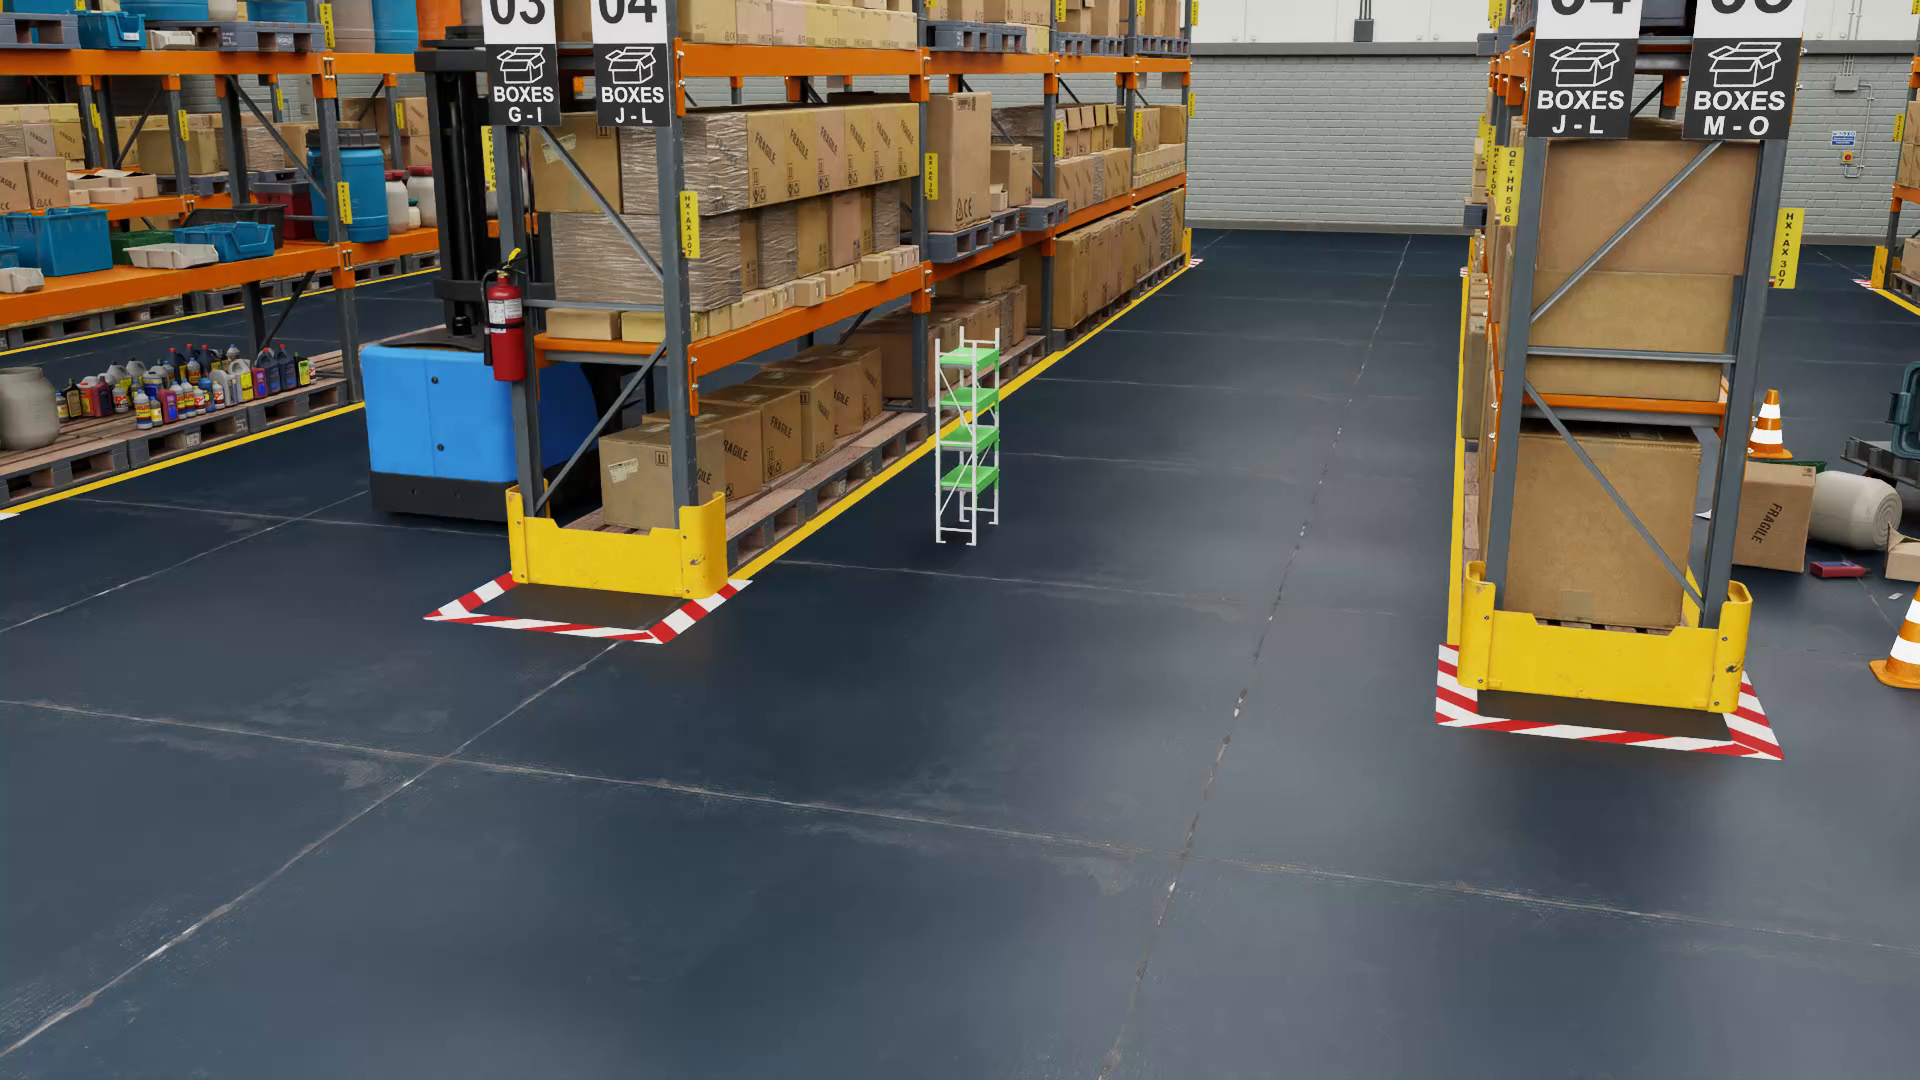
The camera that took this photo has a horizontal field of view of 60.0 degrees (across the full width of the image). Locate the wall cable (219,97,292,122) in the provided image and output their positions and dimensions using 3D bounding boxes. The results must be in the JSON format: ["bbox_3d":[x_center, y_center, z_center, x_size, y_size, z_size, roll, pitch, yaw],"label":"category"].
[{"bbox_3d":[-12.113,-7.433,28.675,0.084,1.984,1.851,5,16,16],"label":"wall cable"}]

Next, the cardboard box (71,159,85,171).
[{"bbox_3d":[-12.532,-5.267,23.327,0.380,0.149,0.250,5,17,16],"label":"cardboard box"}]

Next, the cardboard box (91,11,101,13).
[{"bbox_3d":[-9.300,-5.371,17.276,0.500,0.250,0.500,5,17,17],"label":"cardboard box"}]

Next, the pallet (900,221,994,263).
[{"bbox_3d":[-0.376,-2.340,12.934,1.003,0.211,1.213,5,16,16],"label":"pallet"}]

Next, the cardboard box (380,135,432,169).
[{"bbox_3d":[-7.550,-5.266,22.716,0.500,0.500,0.500,5,17,17],"label":"cardboard box"}]

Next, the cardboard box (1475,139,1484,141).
[{"bbox_3d":[5.641,-4.152,17.572,0.380,0.149,0.250,5,17,17],"label":"cardboard box"}]

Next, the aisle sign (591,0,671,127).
[{"bbox_3d":[-1.600,-2.408,8.060,0.394,0.787,0.004,5,16,16],"label":"aisle sign"}]

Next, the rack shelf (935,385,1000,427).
[{"bbox_3d":[0.047,-0.790,9.770,0.258,0.148,0.480,5,16,16],"label":"rack shelf"}]

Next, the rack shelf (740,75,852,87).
[{"bbox_3d":[-2.640,-6.341,22.510,1.077,0.370,4.000,5,16,16],"label":"rack shelf"}]

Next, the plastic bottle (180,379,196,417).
[{"bbox_3d":[-5.679,-1.046,12.215,0.097,0.271,0.097,0,16,0],"label":"plastic bottle"}]

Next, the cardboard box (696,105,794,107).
[{"bbox_3d":[-1.388,-2.556,10.784,0.500,0.500,0.500,5,16,16],"label":"cardboard box"}]

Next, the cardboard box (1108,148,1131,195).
[{"bbox_3d":[1.669,-4.241,19.102,0.500,0.500,0.500,5,16,16],"label":"cardboard box"}]

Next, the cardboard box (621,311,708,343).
[{"bbox_3d":[-1.560,-1.132,8.785,0.380,0.149,0.250,5,16,16],"label":"cardboard box"}]

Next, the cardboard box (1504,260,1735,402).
[{"bbox_3d":[2.919,-0.959,7.438,0.875,0.550,0.550,5,16,16],"label":"cardboard box"}]

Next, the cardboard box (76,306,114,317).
[{"bbox_3d":[-9.298,-2.516,17.471,0.500,0.250,0.500,5,17,17],"label":"cardboard box"}]

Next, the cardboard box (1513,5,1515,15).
[{"bbox_3d":[4.281,-3.959,12.003,0.500,0.311,0.500,4,16,14],"label":"cardboard box"}]

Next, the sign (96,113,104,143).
[{"bbox_3d":[-9.616,-4.618,18.637,0.100,0.325,0.005,5,16,16],"label":"sign"}]

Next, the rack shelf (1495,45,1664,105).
[{"bbox_3d":[4.562,-3.453,12.327,1.077,0.370,4.000,5,16,16],"label":"rack shelf"}]

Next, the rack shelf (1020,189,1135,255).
[{"bbox_3d":[0.972,-3.467,17.875,1.077,0.370,4.000,5,16,16],"label":"rack shelf"}]

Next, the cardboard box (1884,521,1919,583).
[{"bbox_3d":[5.271,0.075,9.078,0.396,0.266,0.258,8,18,25],"label":"cardboard box"}]

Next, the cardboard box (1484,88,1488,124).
[{"bbox_3d":[6.715,-5.281,20.389,0.500,0.500,0.500,4,16,15],"label":"cardboard box"}]

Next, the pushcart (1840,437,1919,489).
[{"bbox_3d":[6.568,-0.377,10.469,1.648,0.377,0.936,-1,16,-3],"label":"pushcart"}]

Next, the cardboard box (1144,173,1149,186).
[{"bbox_3d":[2.092,-4.405,20.324,0.380,0.149,0.250,5,17,18],"label":"cardboard box"}]

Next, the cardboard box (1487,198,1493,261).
[{"bbox_3d":[4.173,-2.302,12.267,0.500,0.500,0.500,5,17,16],"label":"cardboard box"}]

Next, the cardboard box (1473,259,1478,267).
[{"bbox_3d":[6.710,-3.492,21.098,0.380,0.149,0.250,5,17,17],"label":"cardboard box"}]

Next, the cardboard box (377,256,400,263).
[{"bbox_3d":[-7.822,-3.964,22.081,0.500,0.500,0.500,5,16,16],"label":"cardboard box"}]

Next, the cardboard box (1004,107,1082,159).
[{"bbox_3d":[0.815,-4.181,17.052,0.797,0.503,0.637,5,17,17],"label":"cardboard box"}]

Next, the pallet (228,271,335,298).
[{"bbox_3d":[-8.496,-3.228,20.825,1.003,0.211,1.213,5,16,16],"label":"pallet"}]

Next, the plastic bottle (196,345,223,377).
[{"bbox_3d":[-5.971,-1.375,13.228,0.144,0.351,0.185,5,16,16],"label":"plastic bottle"}]

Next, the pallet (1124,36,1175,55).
[{"bbox_3d":[2.131,-6.269,21.098,1.003,0.211,1.213,5,16,16],"label":"pallet"}]

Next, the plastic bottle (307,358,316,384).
[{"bbox_3d":[-5.286,-1.374,13.499,0.097,0.201,0.097,0,16,0],"label":"plastic bottle"}]

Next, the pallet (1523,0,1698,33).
[{"bbox_3d":[3.058,-2.382,7.394,1.003,0.211,1.213,5,16,16],"label":"pallet"}]

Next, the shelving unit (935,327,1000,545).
[{"bbox_3d":[0.047,-0.621,9.818,0.258,1.200,0.503,5,16,16],"label":"shelving unit"}]

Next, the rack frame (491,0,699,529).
[{"bbox_3d":[-1.870,-1.197,8.553,1.000,3.000,0.127,5,16,16],"label":"rack frame"}]

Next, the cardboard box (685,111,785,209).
[{"bbox_3d":[-1.303,-2.123,9.255,0.500,0.500,0.500,5,16,16],"label":"cardboard box"}]

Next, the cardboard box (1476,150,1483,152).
[{"bbox_3d":[4.904,-3.476,15.187,0.380,0.149,0.250,4,16,15],"label":"cardboard box"}]

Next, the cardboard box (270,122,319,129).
[{"bbox_3d":[-8.440,-5.065,21.236,0.700,0.500,0.500,7,17,25],"label":"cardboard box"}]

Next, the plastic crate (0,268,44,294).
[{"bbox_3d":[-6.056,-1.664,10.681,0.298,0.136,0.250,5,16,16],"label":"plastic crate"}]

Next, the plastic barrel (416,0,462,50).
[{"bbox_3d":[-4.973,-4.955,15.517,0.600,0.830,0.708,5,16,16],"label":"plastic barrel"}]

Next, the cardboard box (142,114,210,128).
[{"bbox_3d":[-12.127,-6.156,25.485,0.980,0.700,0.700,4,16,13],"label":"cardboard box"}]

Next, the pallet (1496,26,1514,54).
[{"bbox_3d":[4.998,-4.059,13.491,1.213,0.211,1.003,5,17,18],"label":"pallet"}]

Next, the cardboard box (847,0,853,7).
[{"bbox_3d":[-0.898,-3.428,10.465,0.380,0.149,0.250,5,17,18],"label":"cardboard box"}]

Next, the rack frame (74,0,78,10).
[{"bbox_3d":[-12.707,-8.375,22.866,1.000,3.000,0.127,5,16,16],"label":"rack frame"}]

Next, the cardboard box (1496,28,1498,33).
[{"bbox_3d":[6.154,-5.678,18.211,0.500,0.250,0.500,4,16,13],"label":"cardboard box"}]

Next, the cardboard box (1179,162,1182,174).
[{"bbox_3d":[2.819,-5.076,22.687,0.380,0.149,0.250,5,17,16],"label":"cardboard box"}]

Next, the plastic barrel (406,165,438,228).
[{"bbox_3d":[-4.791,-3.118,15.078,0.433,0.535,0.433,0,16,0],"label":"plastic barrel"}]

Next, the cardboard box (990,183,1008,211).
[{"bbox_3d":[0.189,-2.970,14.282,0.396,0.266,0.258,4,16,14],"label":"cardboard box"}]

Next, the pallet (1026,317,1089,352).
[{"bbox_3d":[0.700,-2.149,17.020,1.003,0.211,1.213,5,16,16],"label":"pallet"}]

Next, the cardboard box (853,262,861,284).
[{"bbox_3d":[-0.883,-1.789,11.101,0.380,0.149,0.250,5,16,16],"label":"cardboard box"}]

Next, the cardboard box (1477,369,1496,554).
[{"bbox_3d":[3.234,-0.379,8.793,0.875,0.875,0.875,4,16,15],"label":"cardboard box"}]

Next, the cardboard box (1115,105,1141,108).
[{"bbox_3d":[2.140,-5.580,22.359,0.500,0.500,0.500,4,16,15],"label":"cardboard box"}]

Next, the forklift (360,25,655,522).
[{"bbox_3d":[-2.683,-1.878,11.079,1.130,2.935,3.031,5,17,18],"label":"forklift"}]

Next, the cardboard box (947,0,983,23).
[{"bbox_3d":[-0.238,-4.300,13.038,0.797,0.503,0.637,5,17,18],"label":"cardboard box"}]

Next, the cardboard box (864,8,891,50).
[{"bbox_3d":[-0.771,-3.339,10.883,0.500,0.250,0.500,5,17,17],"label":"cardboard box"}]

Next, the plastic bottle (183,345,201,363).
[{"bbox_3d":[-6.109,-1.386,13.267,0.144,0.351,0.185,5,17,17],"label":"plastic bottle"}]

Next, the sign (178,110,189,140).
[{"bbox_3d":[-8.560,-4.574,18.338,0.100,0.325,0.005,5,16,16],"label":"sign"}]

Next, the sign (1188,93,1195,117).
[{"bbox_3d":[3.193,-6.009,22.960,0.100,0.325,0.005,5,16,16],"label":"sign"}]
